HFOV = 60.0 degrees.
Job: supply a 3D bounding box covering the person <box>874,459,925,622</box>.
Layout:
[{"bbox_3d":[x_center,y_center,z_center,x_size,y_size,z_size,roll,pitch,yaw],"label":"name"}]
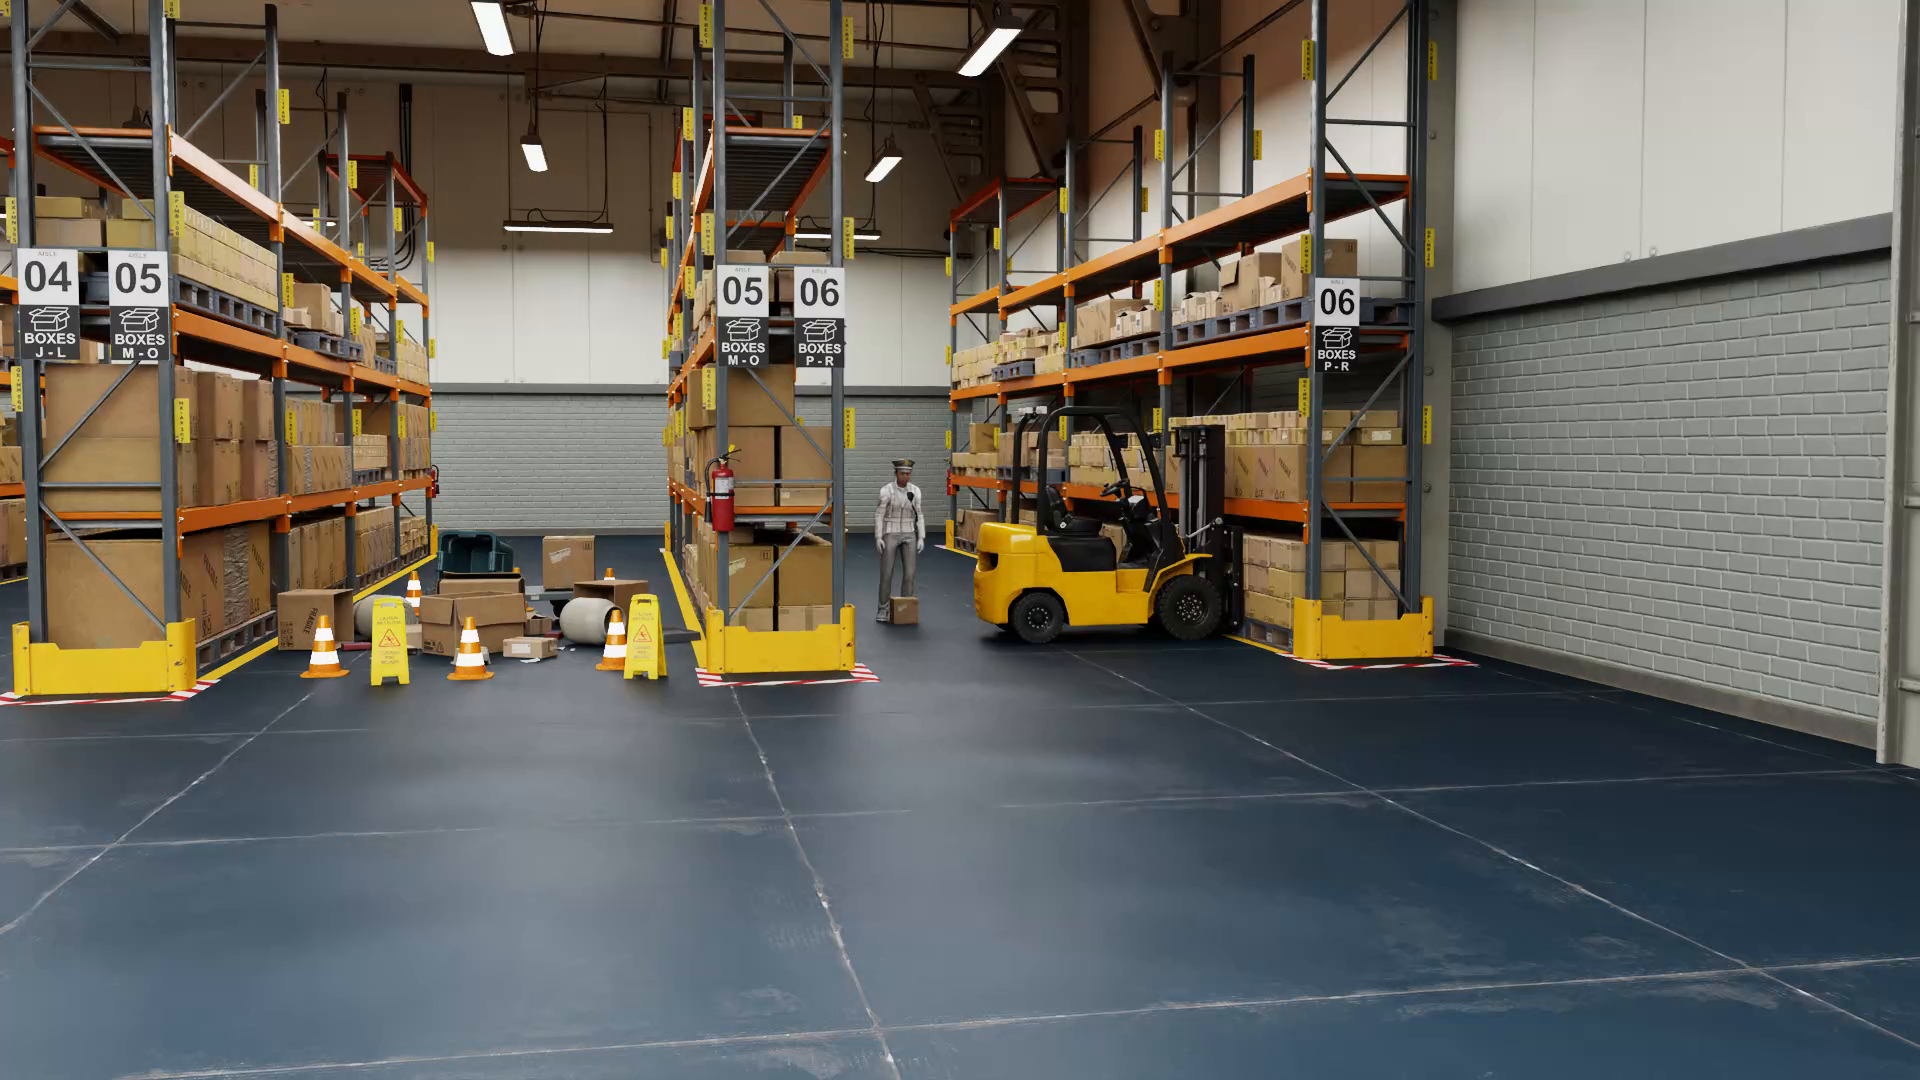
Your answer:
[{"bbox_3d":[-0.615,-0.001,17.120,0.544,1.663,0.415,-1,3,-15],"label":"person"}]
